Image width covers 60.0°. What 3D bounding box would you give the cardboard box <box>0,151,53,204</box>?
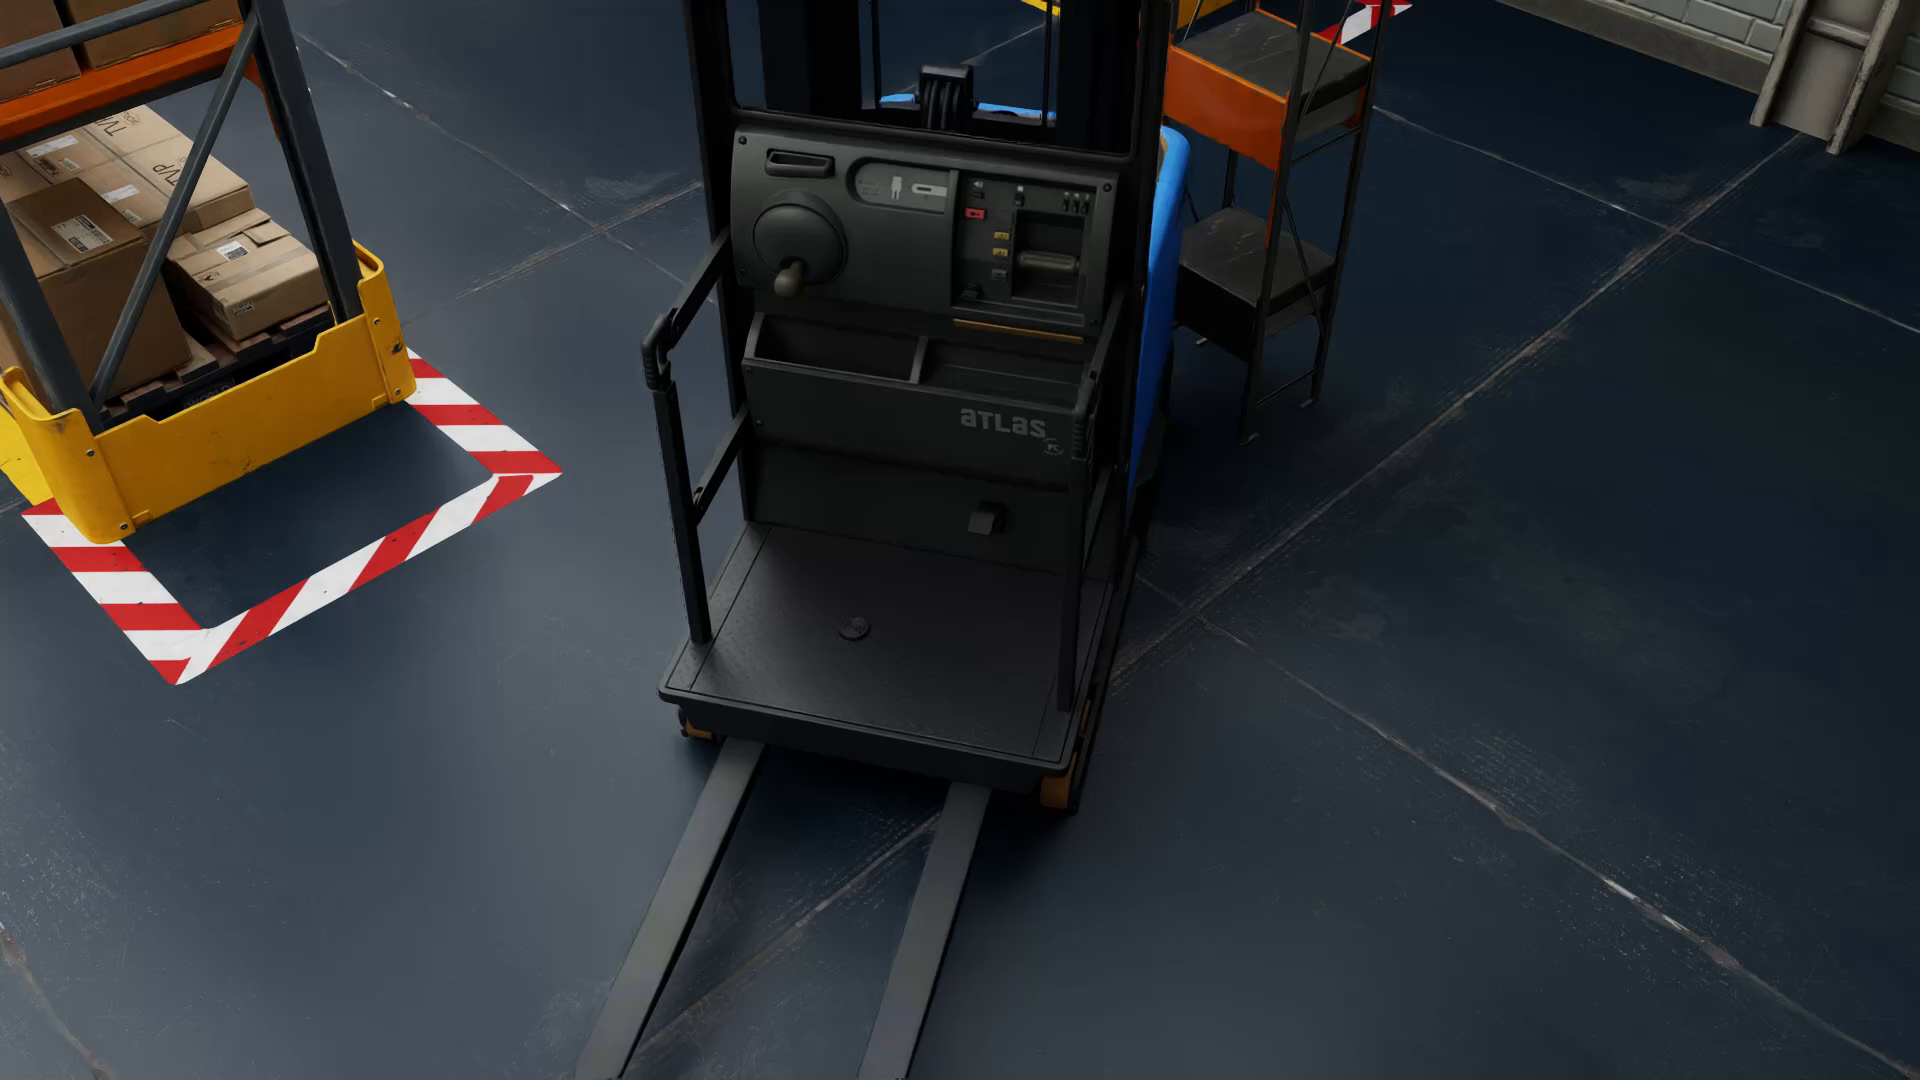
[{"bbox_3d":[-3.565,-1.161,5.998,0.500,0.250,0.500,-34,53,-31],"label":"cardboard box"}]

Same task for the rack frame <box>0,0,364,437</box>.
[{"bbox_3d":[-2.357,-1.395,4.549,1.000,3.000,0.127,-34,53,-31],"label":"rack frame"}]

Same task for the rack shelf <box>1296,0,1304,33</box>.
[{"bbox_3d":[0.931,-1.803,4.642,0.431,0.518,0.480,-30,51,-29],"label":"rack shelf"}]

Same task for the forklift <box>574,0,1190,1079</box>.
[{"bbox_3d":[-0.147,-0.647,3.791,1.130,2.935,3.031,10,44,10],"label":"forklift"}]

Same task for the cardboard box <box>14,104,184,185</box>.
[{"bbox_3d":[-3.246,-1.424,6.283,0.500,0.250,0.500,-34,53,-31],"label":"cardboard box"}]

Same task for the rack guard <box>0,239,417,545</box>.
[{"bbox_3d":[-2.411,-0.513,5.437,1.175,0.500,0.348,-34,53,-31],"label":"rack guard"}]

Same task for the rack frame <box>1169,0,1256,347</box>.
[{"bbox_3d":[0.771,-1.424,5.244,0.400,2.100,0.015,-30,51,-29],"label":"rack frame"}]

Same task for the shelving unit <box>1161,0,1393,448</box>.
[{"bbox_3d":[0.931,-1.299,5.108,0.431,2.100,0.503,-30,51,-29],"label":"shelving unit"}]

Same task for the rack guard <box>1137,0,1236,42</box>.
[{"bbox_3d":[1.165,-2.841,7.956,1.175,0.500,0.348,-34,53,-31],"label":"rack guard"}]

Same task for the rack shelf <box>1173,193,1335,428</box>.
[{"bbox_3d":[0.931,-0.774,5.593,0.431,0.518,0.480,-30,51,-29],"label":"rack shelf"}]

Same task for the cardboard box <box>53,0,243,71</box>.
[{"bbox_3d":[-2.484,-1.771,4.883,0.500,0.500,0.500,-33,52,-30],"label":"cardboard box"}]

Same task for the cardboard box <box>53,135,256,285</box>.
[{"bbox_3d":[-2.893,-1.184,6.023,0.500,0.250,0.500,-34,53,-31],"label":"cardboard box"}]

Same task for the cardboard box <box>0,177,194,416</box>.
[{"bbox_3d":[-2.915,-0.782,5.403,0.500,0.500,0.500,-34,53,-31],"label":"cardboard box"}]

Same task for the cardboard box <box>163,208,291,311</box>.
[{"bbox_3d":[-2.586,-1.002,5.888,0.380,0.166,0.250,-34,53,-31],"label":"cardboard box"}]

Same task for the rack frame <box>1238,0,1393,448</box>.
[{"bbox_3d":[1.091,-1.173,4.973,0.400,2.100,0.015,-30,51,-29],"label":"rack frame"}]

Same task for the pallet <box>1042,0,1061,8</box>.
[{"bbox_3d":[0.528,-3.093,8.442,1.003,0.211,1.213,-34,53,-31],"label":"pallet"}]

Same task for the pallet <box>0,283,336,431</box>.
[{"bbox_3d":[-2.974,-0.790,5.949,1.003,0.211,1.213,-34,53,-31],"label":"pallet"}]

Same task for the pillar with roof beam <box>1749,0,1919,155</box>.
[{"bbox_3d":[0.619,-3.028,1.896,9.100,9.000,0.400,-34,53,-31],"label":"pillar with roof beam"}]

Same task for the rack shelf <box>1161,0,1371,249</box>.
[{"bbox_3d":[0.931,-1.289,5.117,0.431,0.518,0.480,-30,51,-29],"label":"rack shelf"}]

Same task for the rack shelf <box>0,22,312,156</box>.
[{"bbox_3d":[-3.769,-2.092,5.833,1.077,0.370,4.000,-34,53,-31],"label":"rack shelf"}]

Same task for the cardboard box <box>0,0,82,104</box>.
[{"bbox_3d":[-2.866,-1.516,4.607,0.500,0.500,0.500,-32,52,-30],"label":"cardboard box"}]

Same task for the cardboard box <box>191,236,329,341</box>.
[{"bbox_3d":[-2.409,-0.875,5.763,0.380,0.149,0.250,-34,53,-31],"label":"cardboard box"}]
